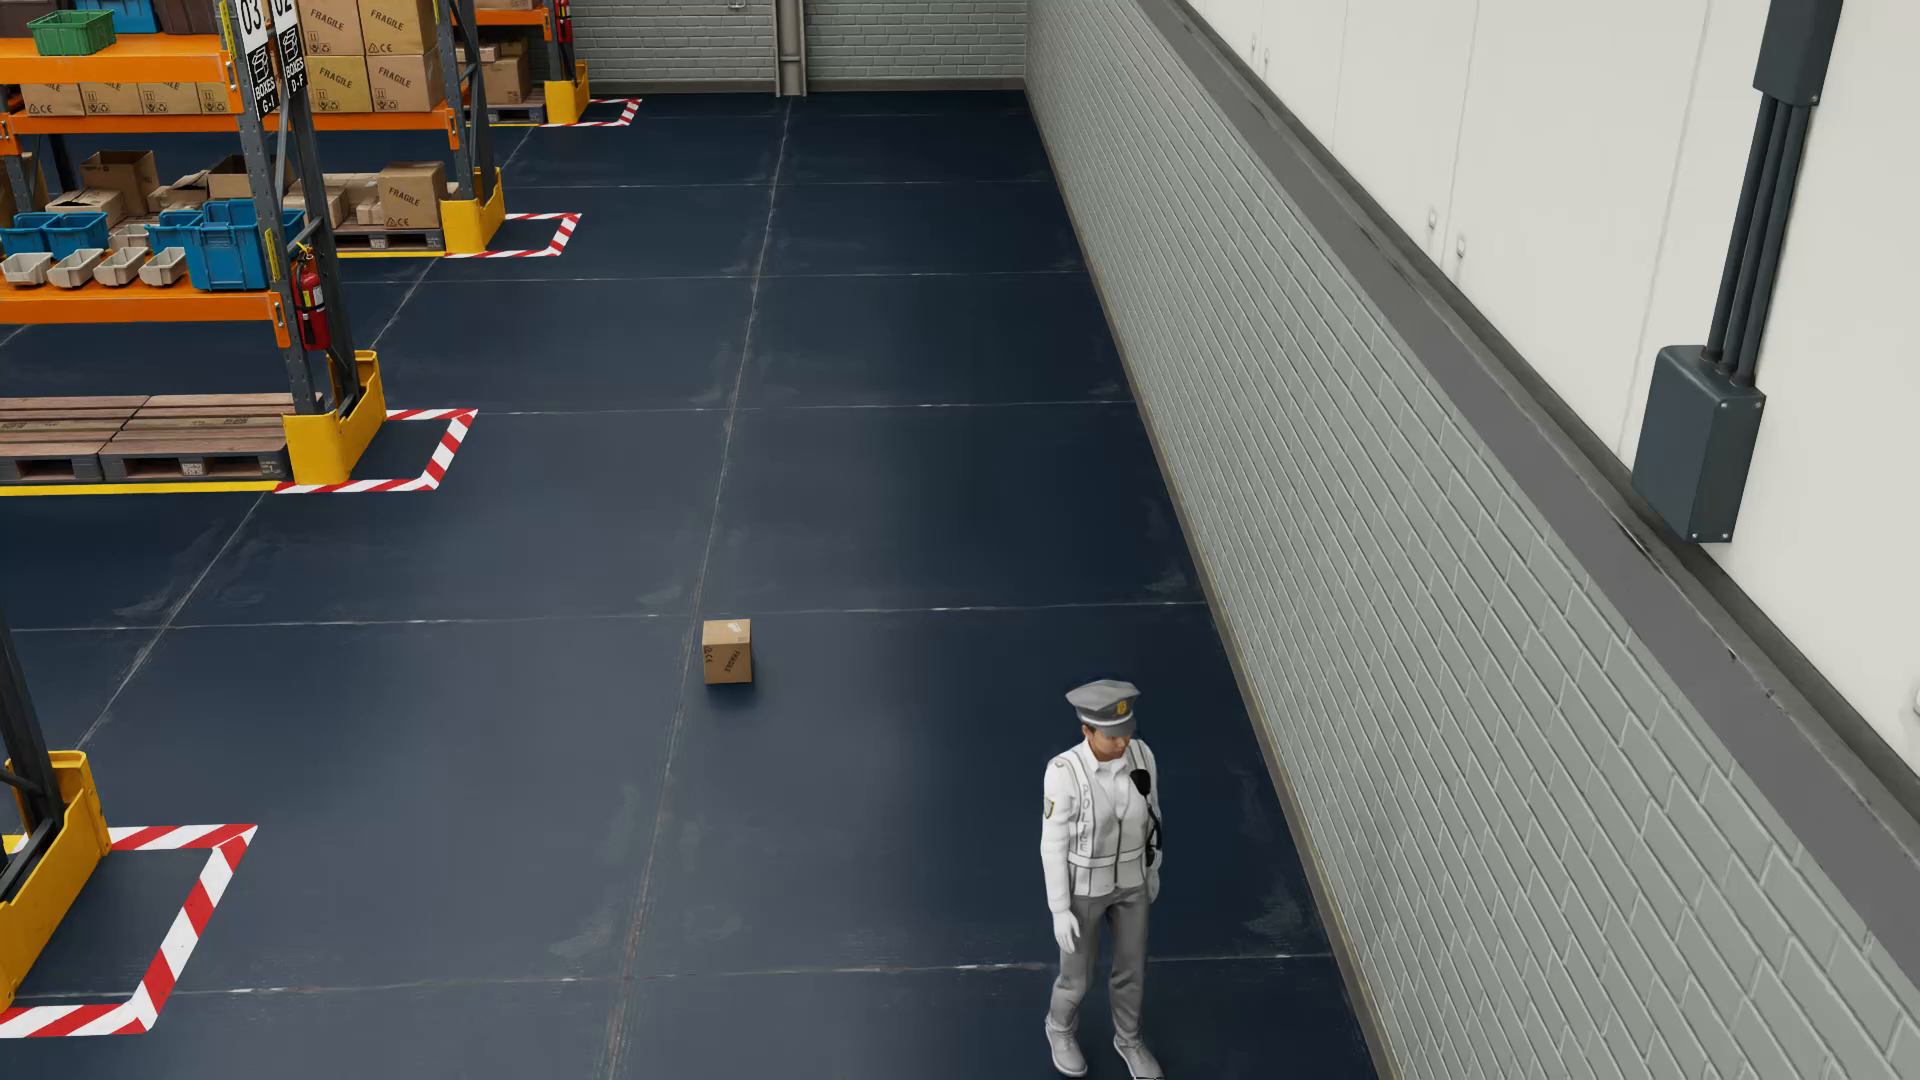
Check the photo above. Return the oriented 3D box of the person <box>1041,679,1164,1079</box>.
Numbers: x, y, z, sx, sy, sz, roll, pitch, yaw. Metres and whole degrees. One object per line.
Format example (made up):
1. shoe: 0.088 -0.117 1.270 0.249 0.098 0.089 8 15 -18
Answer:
1. person: 0.546 1.294 6.120 0.520 1.696 0.448 -10 29 -19
